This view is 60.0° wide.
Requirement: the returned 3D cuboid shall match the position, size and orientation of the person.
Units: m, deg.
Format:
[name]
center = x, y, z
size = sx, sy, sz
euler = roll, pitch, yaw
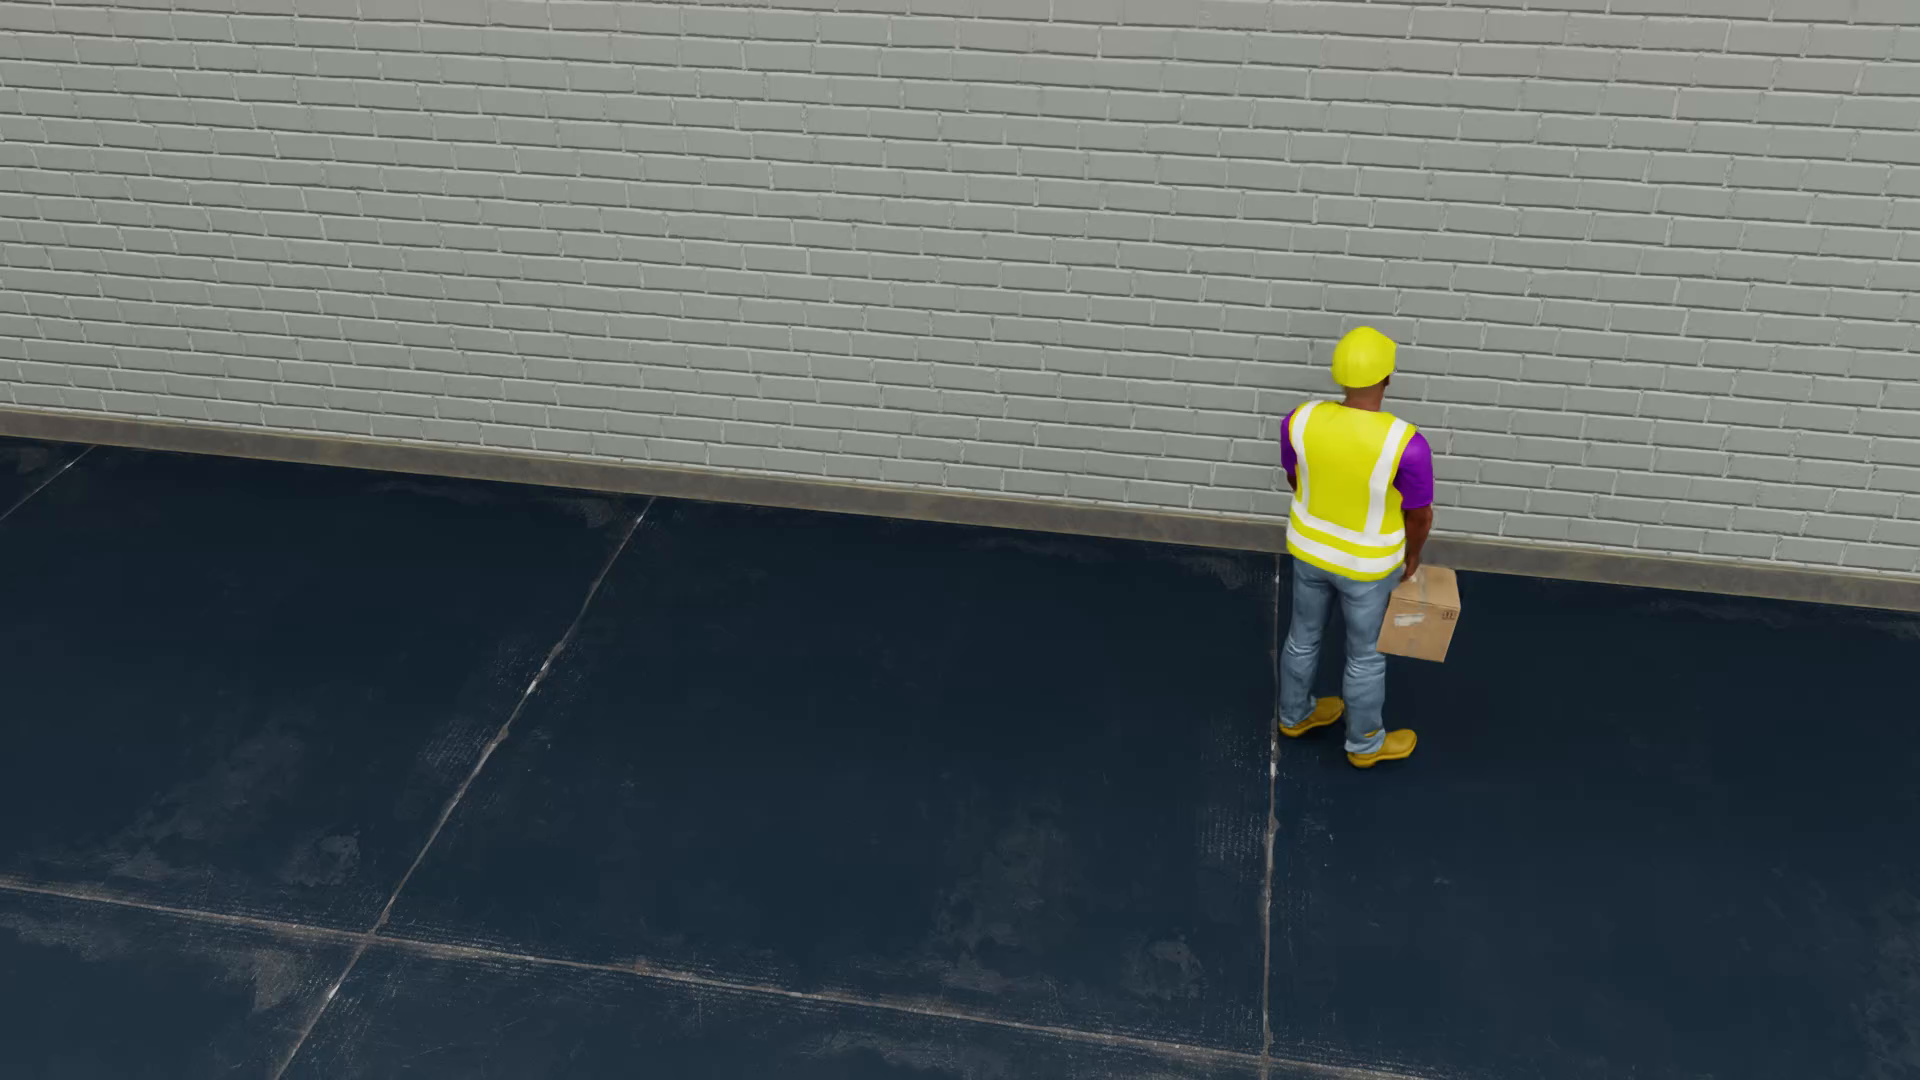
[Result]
[person]
center = 1.442, 0.031, 6.030
size = 0.599, 1.777, 0.465
euler = 21, 38, 29
